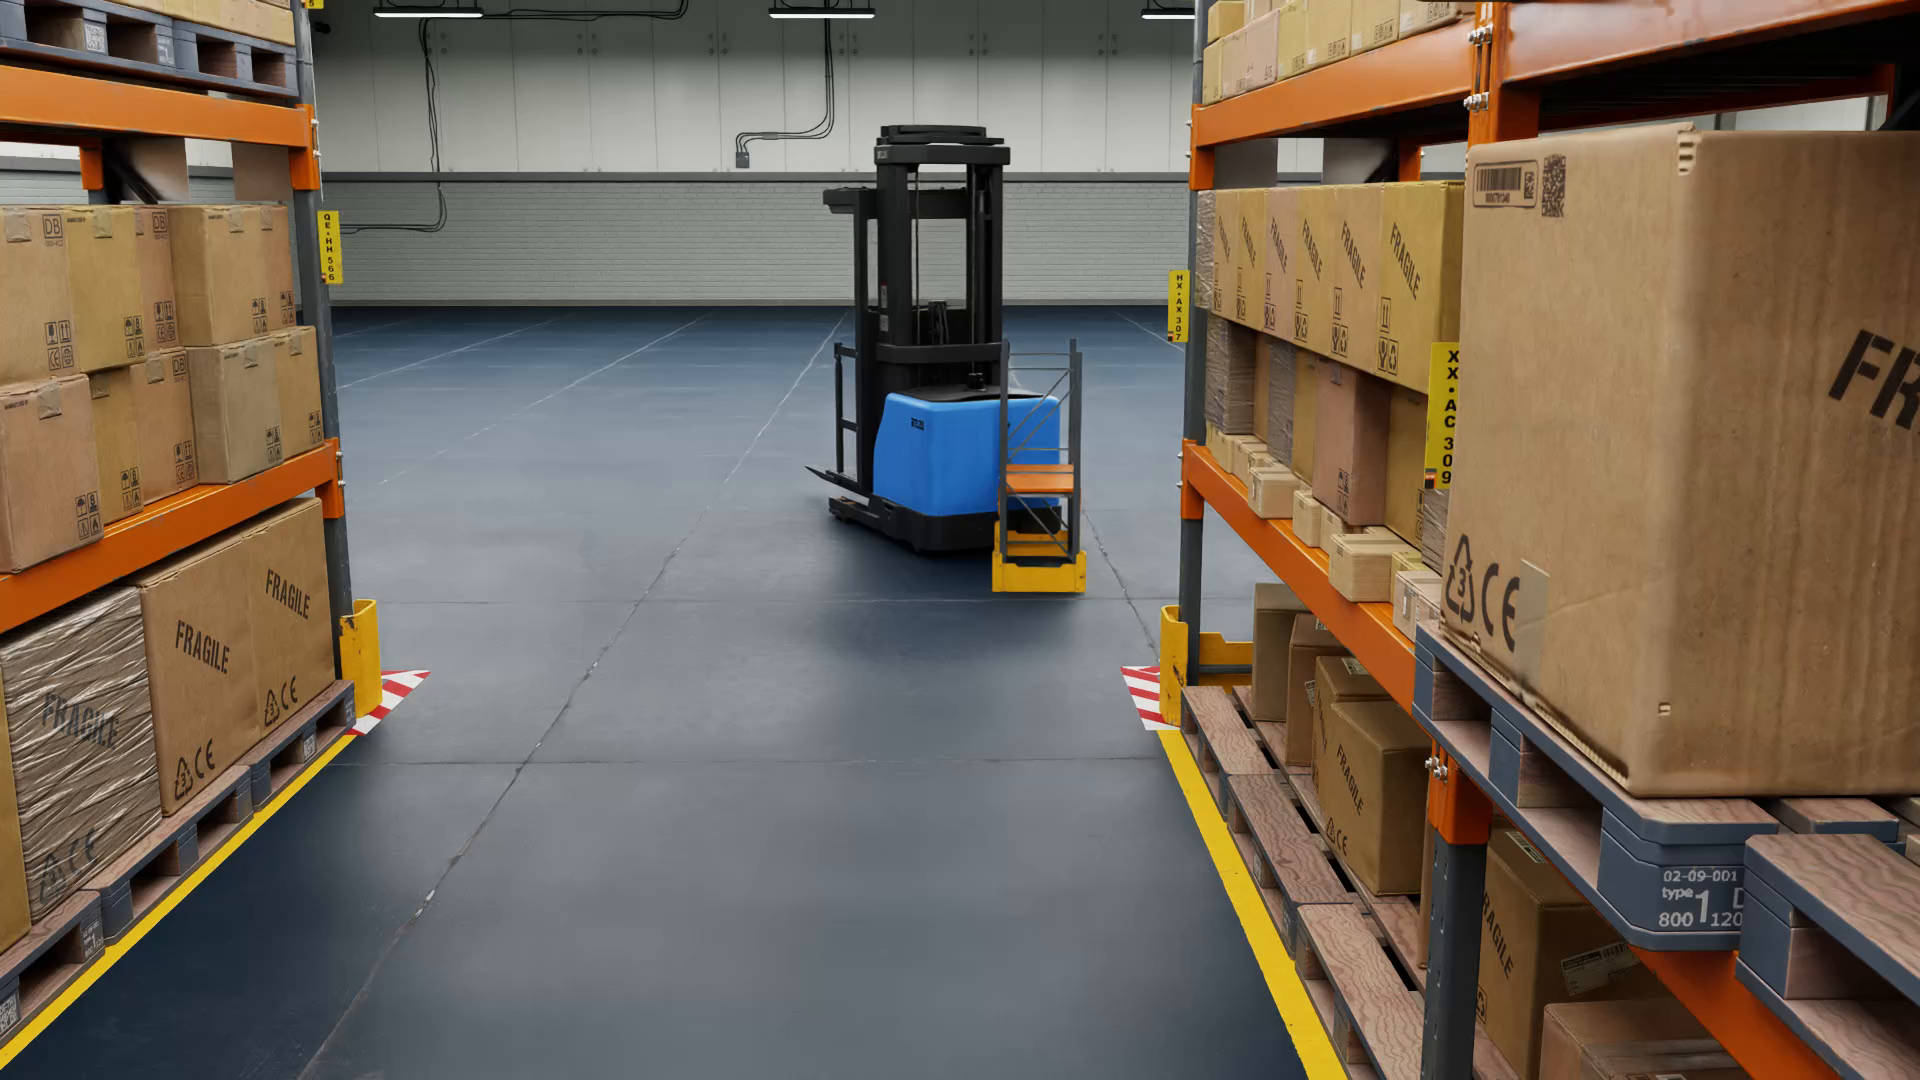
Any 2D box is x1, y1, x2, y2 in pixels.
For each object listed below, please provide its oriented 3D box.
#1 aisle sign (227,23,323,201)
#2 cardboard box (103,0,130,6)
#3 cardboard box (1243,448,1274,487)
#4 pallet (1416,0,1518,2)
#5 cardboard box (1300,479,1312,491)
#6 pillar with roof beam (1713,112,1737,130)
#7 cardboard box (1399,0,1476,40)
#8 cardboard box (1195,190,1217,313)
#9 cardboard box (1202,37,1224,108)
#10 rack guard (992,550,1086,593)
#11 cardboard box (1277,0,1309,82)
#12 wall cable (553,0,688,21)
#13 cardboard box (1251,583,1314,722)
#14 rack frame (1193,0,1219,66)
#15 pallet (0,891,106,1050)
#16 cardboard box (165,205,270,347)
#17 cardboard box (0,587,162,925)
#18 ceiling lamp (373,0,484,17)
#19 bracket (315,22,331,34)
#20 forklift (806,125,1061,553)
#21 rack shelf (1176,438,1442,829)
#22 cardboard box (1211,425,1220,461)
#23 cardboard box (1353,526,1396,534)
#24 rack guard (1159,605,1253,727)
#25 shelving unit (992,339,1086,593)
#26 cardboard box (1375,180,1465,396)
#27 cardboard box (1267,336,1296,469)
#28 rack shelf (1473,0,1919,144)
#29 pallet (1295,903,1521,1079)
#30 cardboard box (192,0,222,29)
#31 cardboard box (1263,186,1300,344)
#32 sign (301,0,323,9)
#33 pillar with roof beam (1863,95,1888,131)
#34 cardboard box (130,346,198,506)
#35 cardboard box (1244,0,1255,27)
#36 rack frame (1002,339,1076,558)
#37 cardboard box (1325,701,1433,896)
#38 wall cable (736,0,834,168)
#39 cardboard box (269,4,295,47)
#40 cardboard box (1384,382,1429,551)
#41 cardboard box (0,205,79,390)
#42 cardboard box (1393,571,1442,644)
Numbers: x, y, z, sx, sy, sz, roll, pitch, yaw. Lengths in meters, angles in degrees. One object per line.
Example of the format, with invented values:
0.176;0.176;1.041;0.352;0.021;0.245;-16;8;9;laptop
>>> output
-3.115;-1.938;7.531;0.394;0.787;0.004;0;11;-1;aisle sign
-3.037;-1.883;5.575;0.380;0.149;0.250;0;11;0;cardboard box
1.315;-0.270;6.476;0.380;0.149;0.250;0;11;-1;cardboard box
1.537;-1.109;2.909;1.213;0.211;1.003;0;11;-1;pallet
1.387;-0.121;5.742;0.380;0.149;0.250;0;11;-1;cardboard box
12.360;-9.461;36.059;9.100;9.000;0.548;0;11;-1;pillar with roof beam
1.360;-1.340;3.954;0.500;0.250;0.500;0;11;1;cardboard box
1.287;-1.224;7.032;0.500;0.500;0.500;0;11;-1;cardboard box
1.299;-1.949;6.954;0.500;0.250;0.500;0;11;1;cardboard box
0.497;0.199;10.452;0.587;0.250;0.087;0;11;2;rack guard
1.338;-1.645;5.454;0.500;0.250;0.500;0;11;1;cardboard box
-7.769;-13.146;37.893;3.097;2.526;0.112;0;11;-1;wall cable
1.544;0.494;7.310;0.500;0.500;0.500;2;12;9;cardboard box
1.548;-3.589;7.119;1.000;3.000;0.127;0;11;-1;rack frame
-3.268;1.361;4.818;1.003;0.211;1.213;0;11;-1;pallet
-3.341;-1.069;6.690;0.875;0.550;0.550;0;11;-1;cardboard box
-3.296;0.677;5.465;0.875;0.875;0.875;0;11;-1;cardboard box
-10.001;-11.461;31.238;2.000;3.185;0.800;0;11;-1;ceiling lamp
-14.532;-11.668;37.886;0.235;0.232;0.430;0;11;-1;bracket
-0.363;-1.600;12.572;1.130;2.935;3.031;-5;13;-24;forklift
1.589;0.101;5.827;1.077;0.370;4.000;0;11;-1;rack shelf
1.301;-0.419;7.211;0.380;0.149;0.250;0;11;-1;cardboard box
1.401;0.028;5.007;0.380;0.149;0.250;0;11;-1;cardboard box
1.549;0.591;7.889;1.175;0.500;0.348;0;11;-1;rack guard
0.514;-0.513;10.815;0.587;1.500;1.083;0;11;2;shelving unit
1.346;-0.627;4.092;0.500;0.500;0.500;0;11;-1;cardboard box
1.629;-0.536;6.158;0.875;0.500;0.500;0;11;-1;cardboard box
1.672;-0.574;1.609;1.077;0.370;4.000;0;11;-1;rack shelf
1.581;1.379;4.730;1.003;0.211;1.213;0;11;-1;pallet
-3.053;-2.035;6.323;0.380;0.149;0.250;0;11;-1;cardboard box
1.318;-0.925;5.562;0.500;0.500;0.500;0;11;-1;cardboard box
-2.871;-2.514;7.333;0.100;0.325;0.005;0;11;-1;sign
12.484;-8.268;30.180;9.100;9.000;0.400;0;11;-1;pillar with roof beam
-3.441;-0.428;6.246;0.875;0.550;0.550;0;11;-1;cardboard box
1.294;-2.029;6.348;0.380;0.149;0.250;0;11;1;cardboard box
0.532;-0.616;11.322;0.500;1.500;0.032;0;11;2;rack frame
1.551;0.849;5.563;0.500;0.500;0.500;-1;12;-6;cardboard box
-4.076;-11.642;38.260;2.305;6.003;0.169;0;11;-1;wall cable
-3.068;-2.186;7.070;0.380;0.149;0.250;0;11;-1;cardboard box
1.708;-0.238;4.689;0.875;0.500;0.500;0;11;-1;cardboard box
-3.305;-0.747;5.103;0.875;0.550;0.550;0;11;-1;cardboard box
1.336;0.178;4.271;0.380;0.149;0.250;0;11;-1;cardboard box
